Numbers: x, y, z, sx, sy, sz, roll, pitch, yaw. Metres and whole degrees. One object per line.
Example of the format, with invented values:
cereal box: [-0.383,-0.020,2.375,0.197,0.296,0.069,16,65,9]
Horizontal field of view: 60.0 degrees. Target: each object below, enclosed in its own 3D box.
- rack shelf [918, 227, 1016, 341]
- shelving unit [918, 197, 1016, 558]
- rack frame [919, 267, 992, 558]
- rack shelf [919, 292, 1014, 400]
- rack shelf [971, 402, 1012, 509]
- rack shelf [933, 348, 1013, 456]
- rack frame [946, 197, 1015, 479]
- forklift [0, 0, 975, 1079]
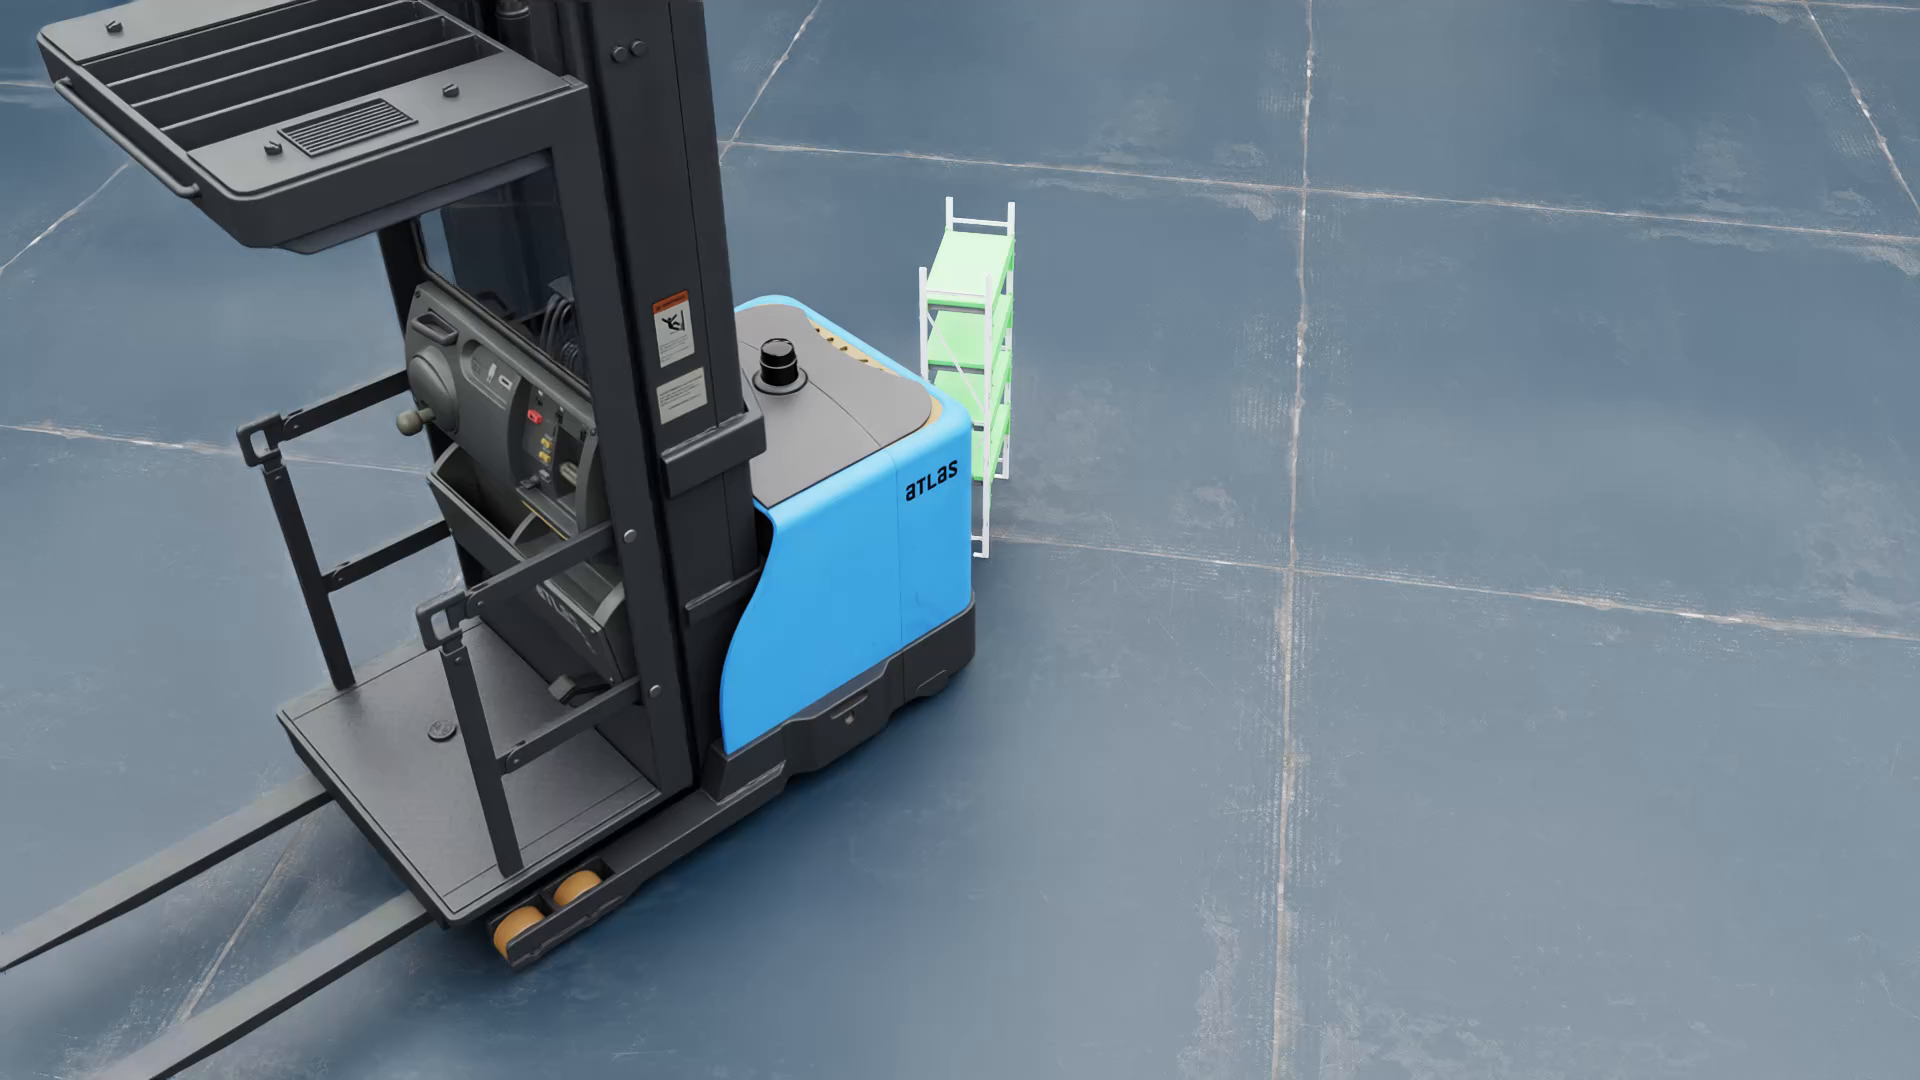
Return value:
rack shelf: [0.029,-0.887,5.728,0.258,0.148,0.480,6,40,8]
shelving unit: [0.029,-0.566,5.993,0.258,1.200,0.503,6,40,8]
rack frame: [-0.014,-0.413,5.808,0.240,1.200,0.015,6,40,8]
rack shelf: [0.029,-0.702,5.881,0.258,0.148,0.480,6,40,8]
rack shelf: [0.029,-0.332,6.187,0.258,0.148,0.480,6,40,8]
rack shelf: [0.029,-0.517,6.034,0.258,0.148,0.480,6,40,8]
rack frame: [0.071,-0.719,6.179,0.240,1.200,0.015,6,40,8]
forklift: [-1.375,-0.289,4.299,3.031,2.935,1.130,-30,48,-31]
